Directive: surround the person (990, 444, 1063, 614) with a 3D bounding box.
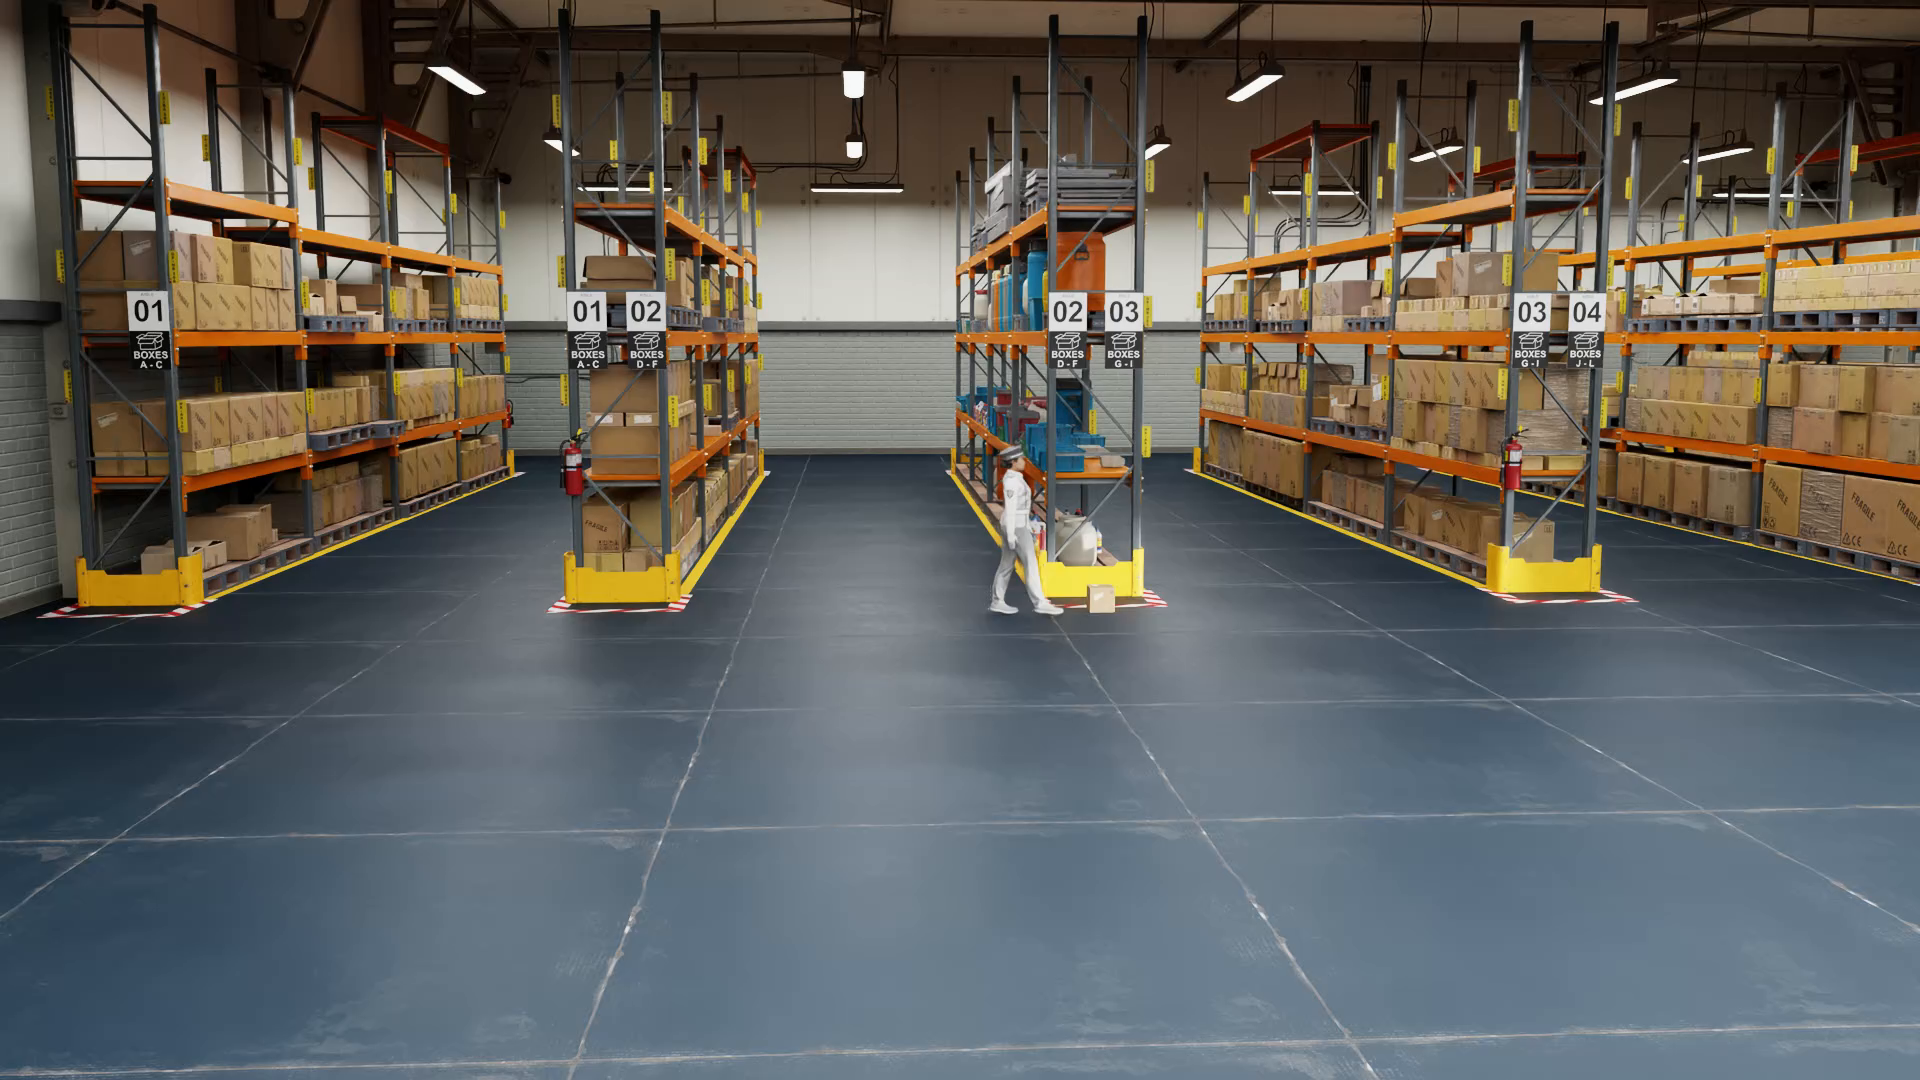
[{"bbox_3d":[0.651,-0.108,16.430,0.710,1.682,0.500,-1,7,-5],"label":"person"}]
